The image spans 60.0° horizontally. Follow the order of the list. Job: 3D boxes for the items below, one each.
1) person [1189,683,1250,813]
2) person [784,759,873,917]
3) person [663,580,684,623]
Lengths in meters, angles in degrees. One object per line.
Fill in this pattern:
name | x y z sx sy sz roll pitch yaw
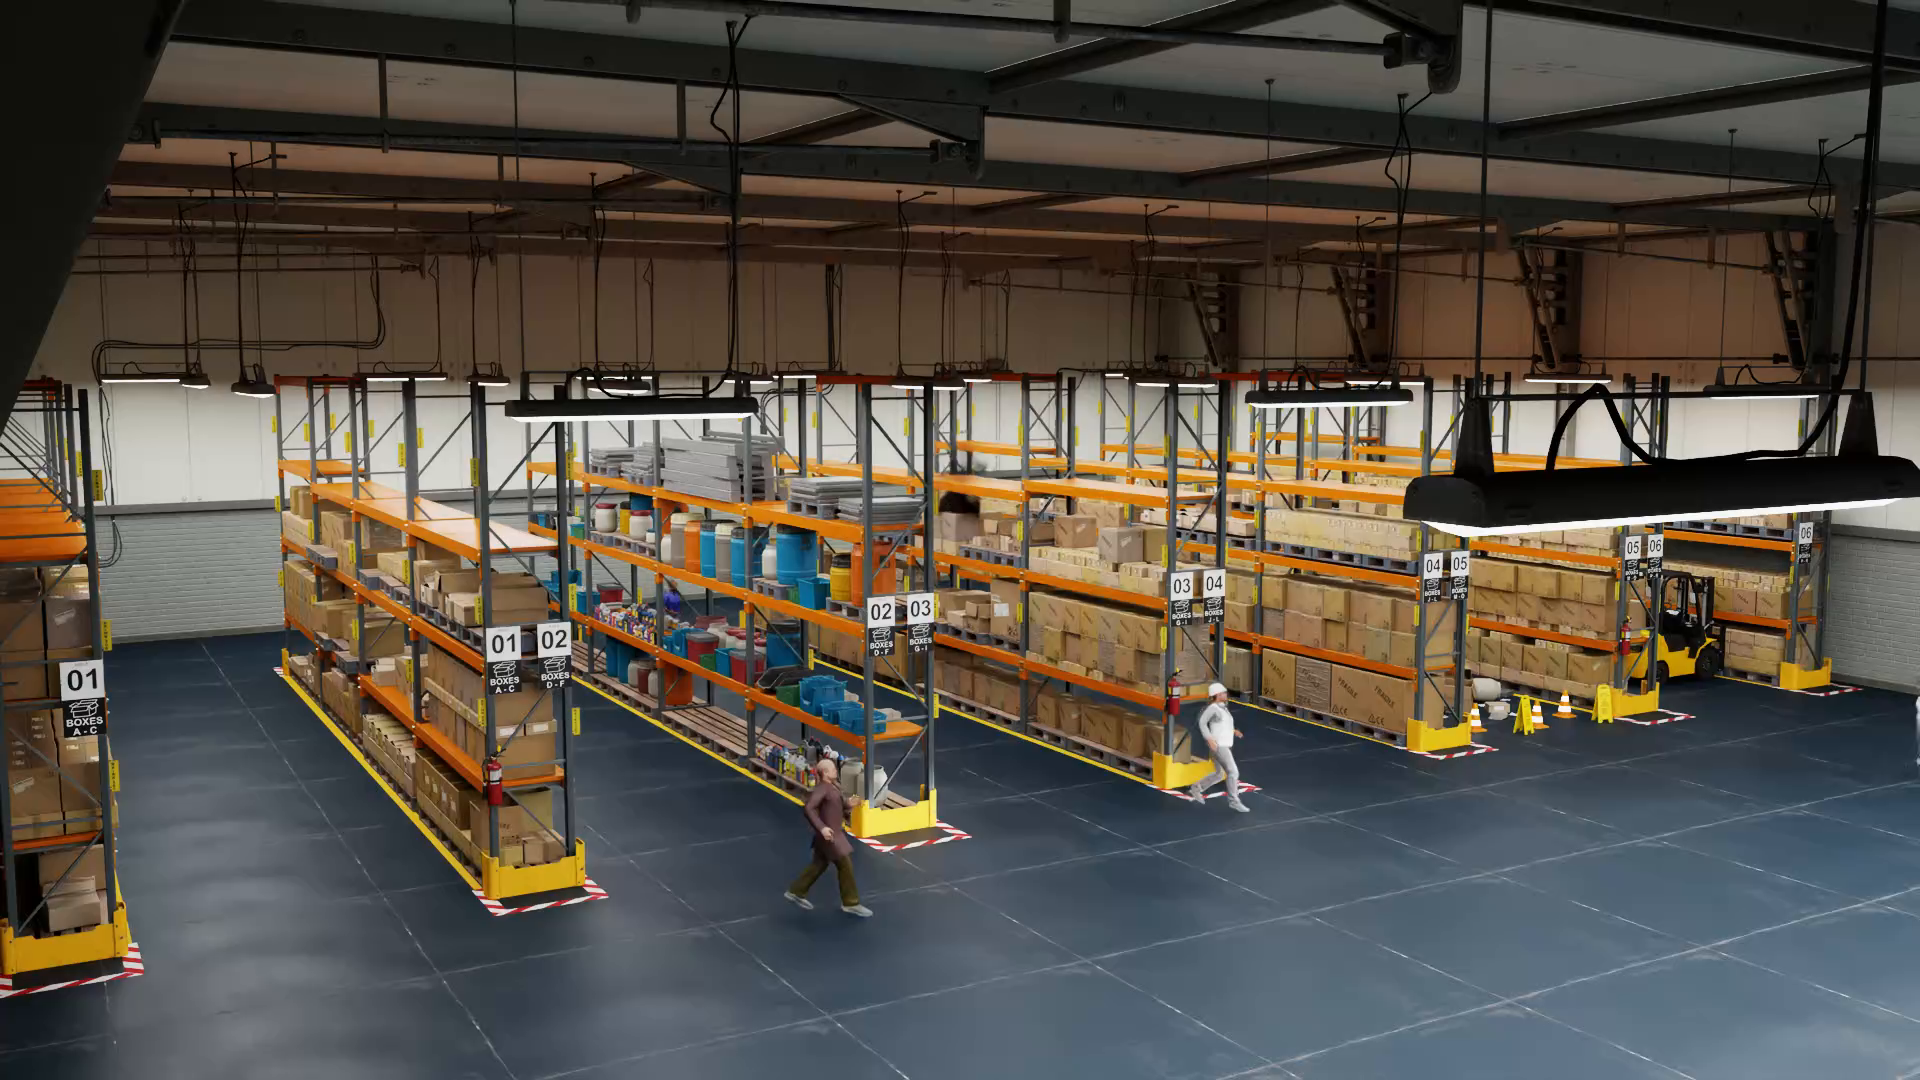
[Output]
person | 3.682 2.896 23.419 0.871 1.758 0.681 2 7 18
person | -1.497 3.368 18.825 1.006 1.803 0.690 -1 6 -7
person | -6.144 1.664 35.345 0.571 1.664 0.867 -6 9 -43
